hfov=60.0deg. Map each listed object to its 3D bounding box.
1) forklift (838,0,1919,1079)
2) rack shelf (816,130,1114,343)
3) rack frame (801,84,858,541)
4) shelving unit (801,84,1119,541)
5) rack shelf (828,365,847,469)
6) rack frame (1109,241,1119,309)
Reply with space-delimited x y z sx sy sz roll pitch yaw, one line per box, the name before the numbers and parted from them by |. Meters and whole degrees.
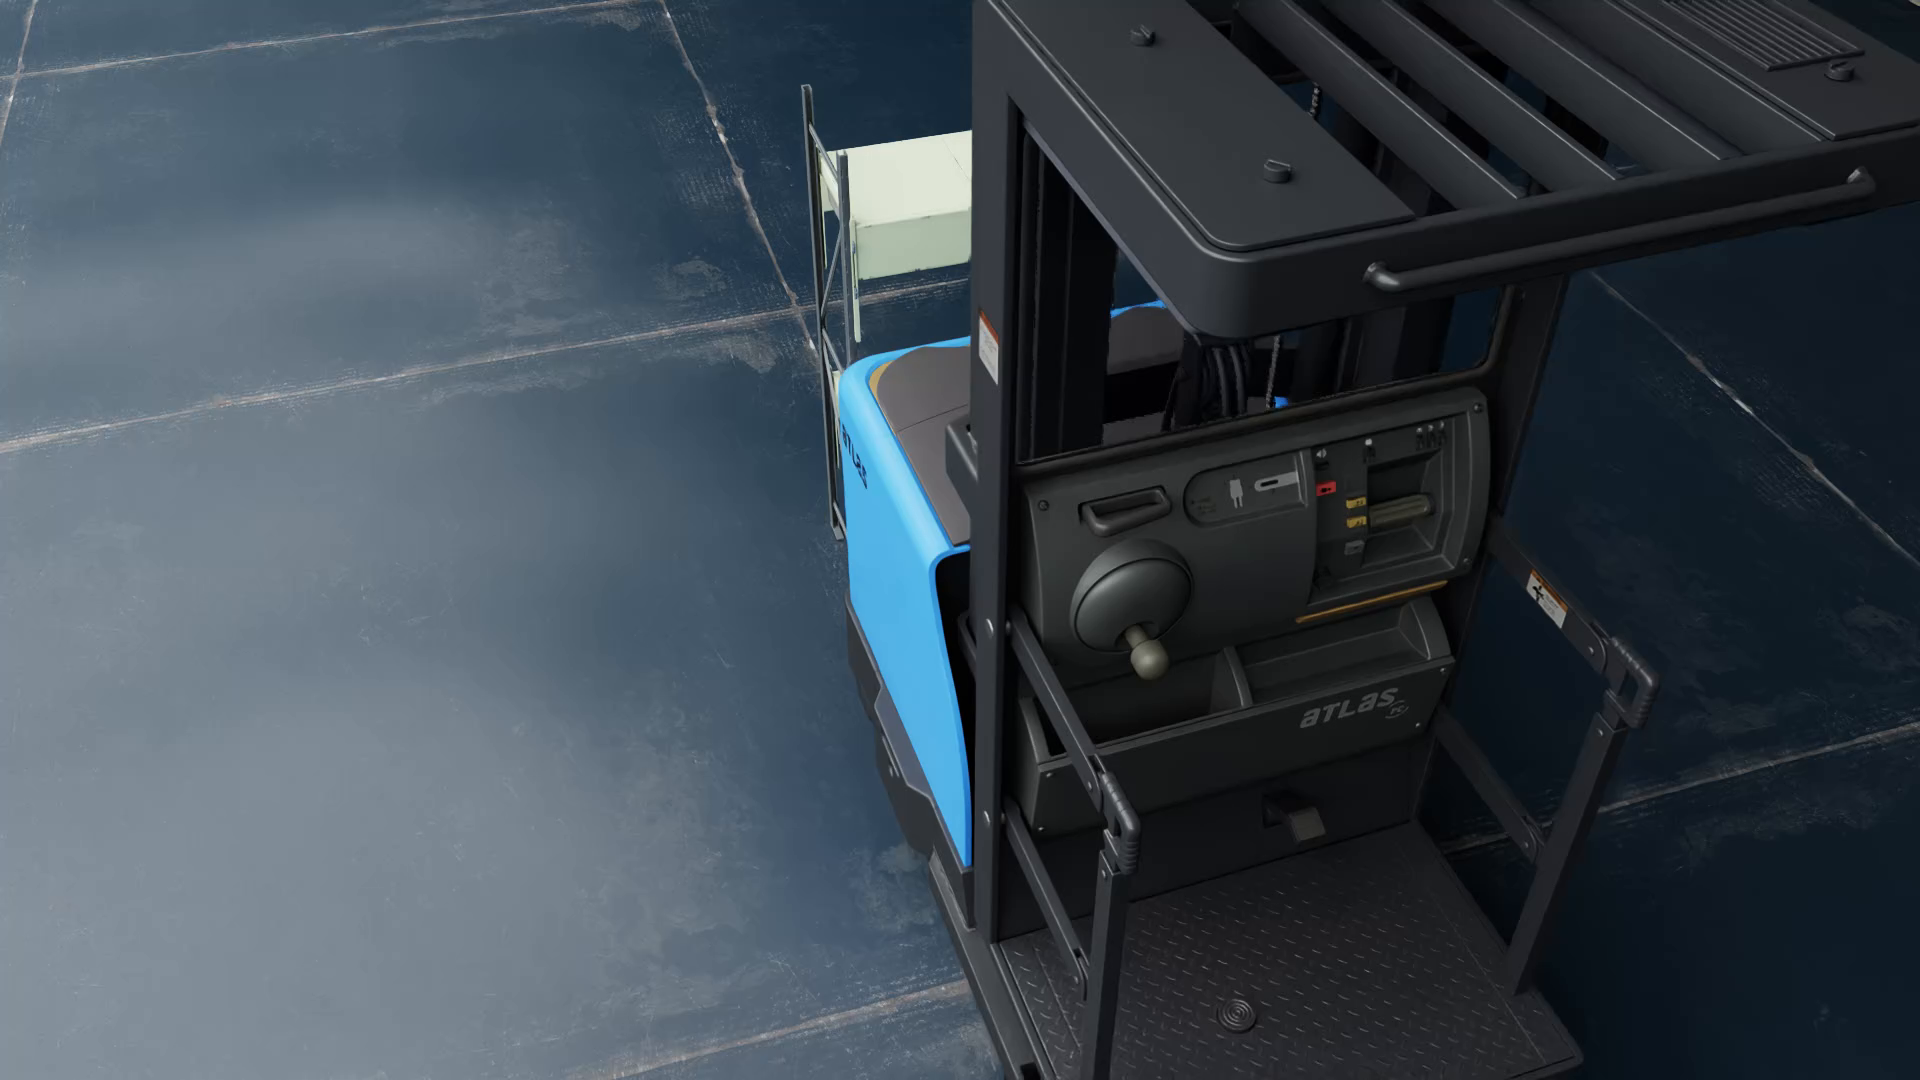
forklift | 0.642 0.071 2.941 1.130 2.935 3.031 -13 43 -14
rack shelf | 0.006 -0.860 4.501 0.720 0.370 0.431 -12 42 -13
rack frame | -0.343 -0.494 4.675 0.023 1.500 0.400 -12 42 -13
shelving unit | 0.006 -0.566 4.758 0.755 1.500 0.431 -12 42 -13
rack shelf | 0.006 -0.321 4.973 0.720 0.370 0.431 -12 42 -13
rack frame | 0.355 -0.638 4.841 0.023 1.500 0.400 -12 42 -13
